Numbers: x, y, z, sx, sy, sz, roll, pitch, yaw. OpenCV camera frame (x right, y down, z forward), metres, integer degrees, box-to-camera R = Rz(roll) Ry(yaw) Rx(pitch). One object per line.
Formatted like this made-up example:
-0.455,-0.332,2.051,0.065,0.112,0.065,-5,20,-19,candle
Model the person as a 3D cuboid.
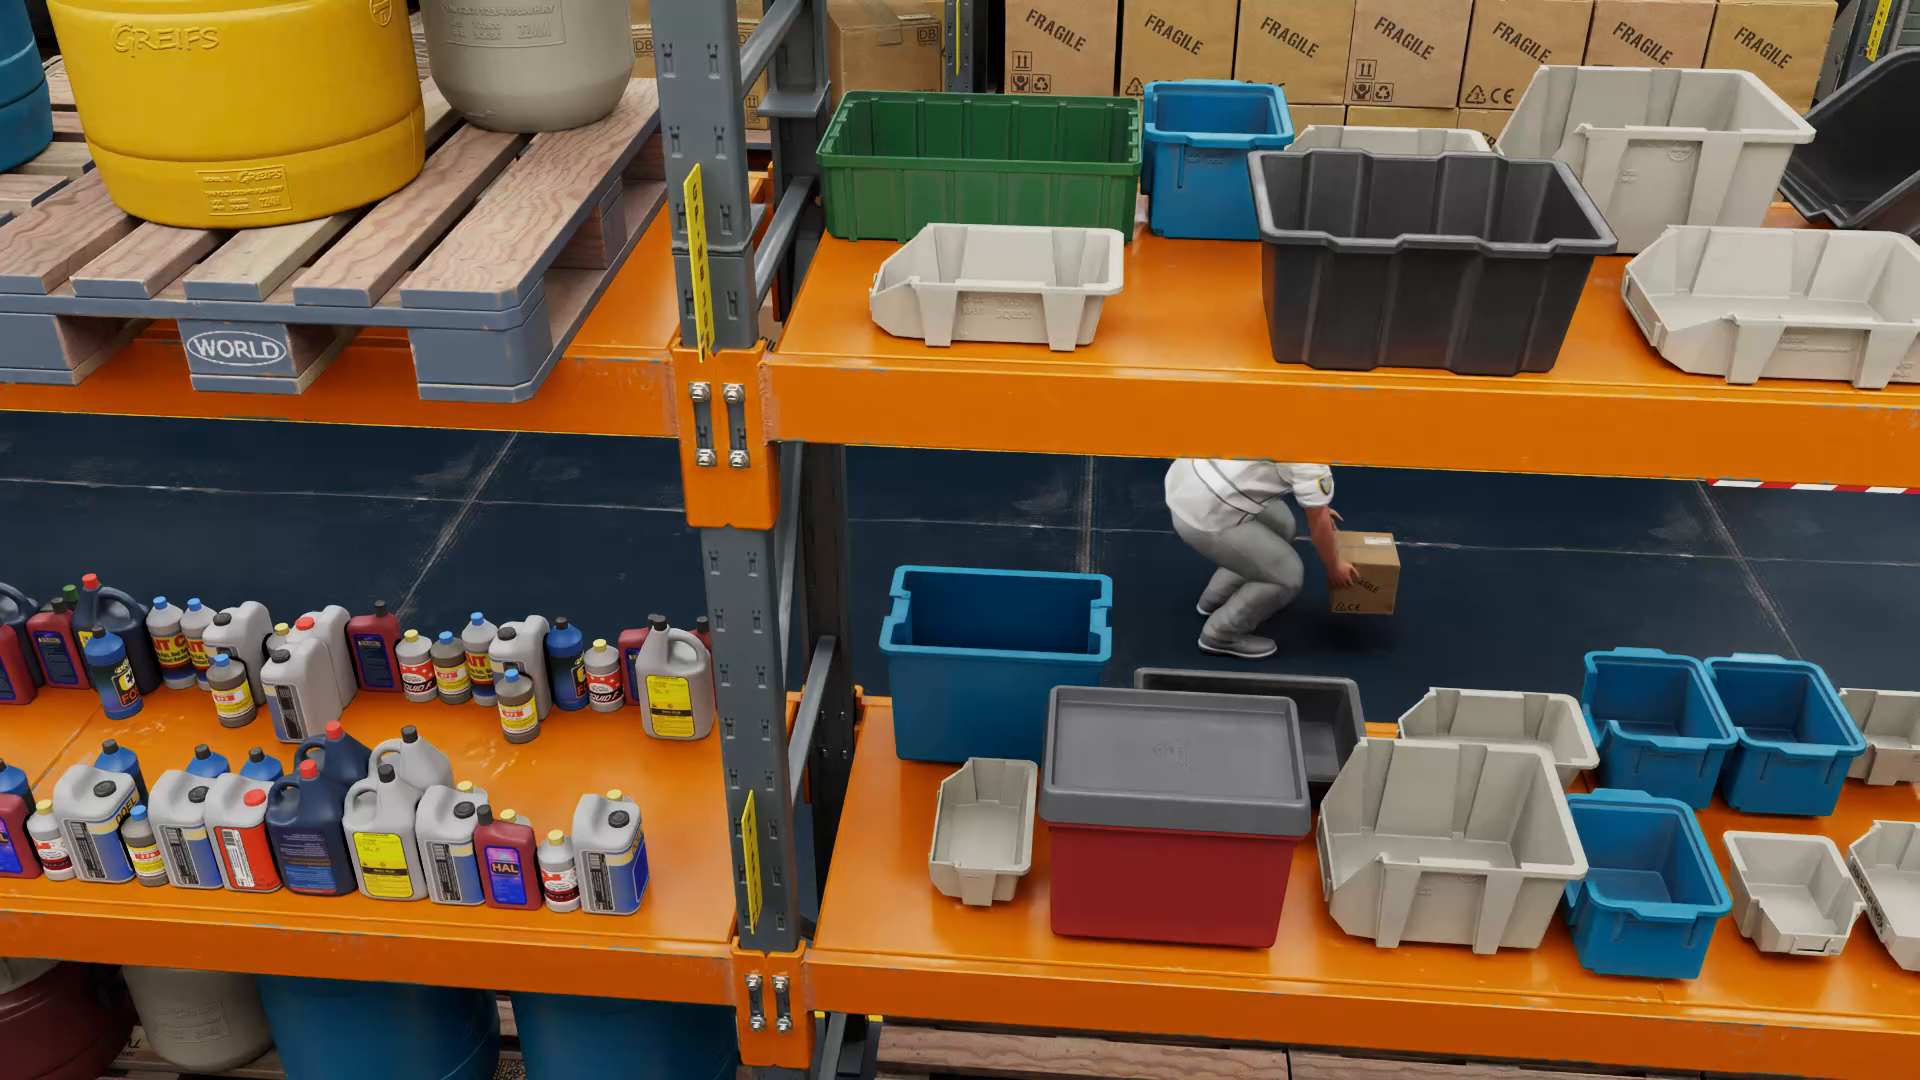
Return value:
1.282,-0.148,6.858,0.882,1.242,0.580,2,32,4,person
